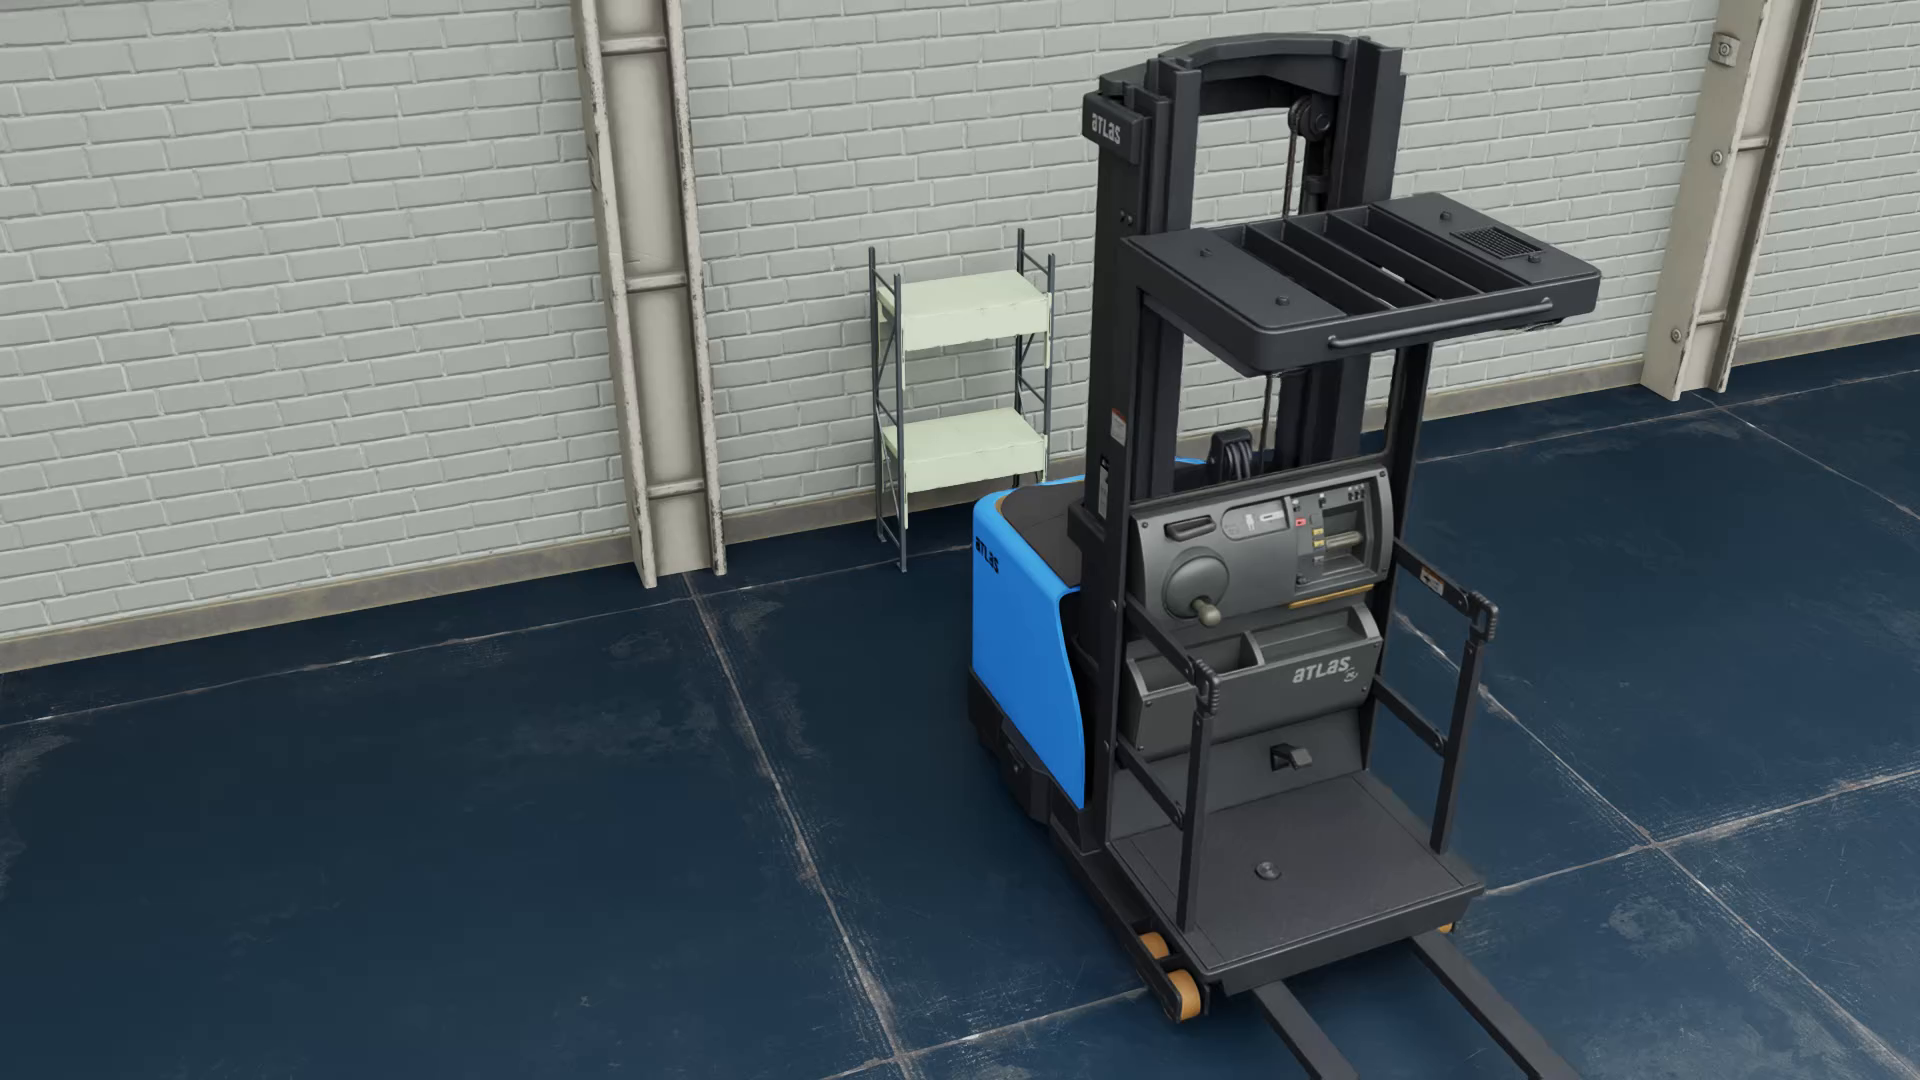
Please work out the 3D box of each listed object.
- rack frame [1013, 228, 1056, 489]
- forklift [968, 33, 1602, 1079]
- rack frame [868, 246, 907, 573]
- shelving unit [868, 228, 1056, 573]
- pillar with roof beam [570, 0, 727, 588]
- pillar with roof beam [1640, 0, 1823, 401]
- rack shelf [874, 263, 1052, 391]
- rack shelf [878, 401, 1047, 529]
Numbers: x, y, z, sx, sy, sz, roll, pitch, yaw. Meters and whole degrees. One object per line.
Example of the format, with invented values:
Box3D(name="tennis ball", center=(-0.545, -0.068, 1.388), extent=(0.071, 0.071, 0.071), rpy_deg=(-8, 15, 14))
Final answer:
Box3D(name="rack frame", center=(0.349, -0.716, 7.992), extent=(0.023, 1.500, 0.400), rpy_deg=(-10, 31, -18))
Box3D(name="forklift", center=(1.073, 0.068, 5.170), extent=(1.130, 2.935, 3.031), rpy_deg=(-12, 32, -20))
Box3D(name="rack frame", center=(-0.337, -0.590, 7.770), extent=(0.023, 1.500, 0.400), rpy_deg=(-10, 31, -18))
Box3D(name="shelving unit", center=(0.006, -0.653, 7.881), extent=(0.755, 1.500, 0.431), rpy_deg=(-10, 31, -18))
Box3D(name="pillar with roof beam", center=(0.147, -1.789, 2.299), extent=(0.400, 9.000, 9.100), rpy_deg=(-10, 31, -18))
Box3D(name="pillar with roof beam", center=(5.771, -2.825, 4.117), extent=(0.400, 9.000, 9.100), rpy_deg=(-10, 31, -18))
Box3D(name="rack shelf", center=(0.006, -0.992, 7.688), extent=(0.720, 0.370, 0.431), rpy_deg=(-10, 31, -18))
Box3D(name="rack shelf", center=(0.006, -0.370, 8.042), extent=(0.720, 0.370, 0.431), rpy_deg=(-10, 31, -18))
